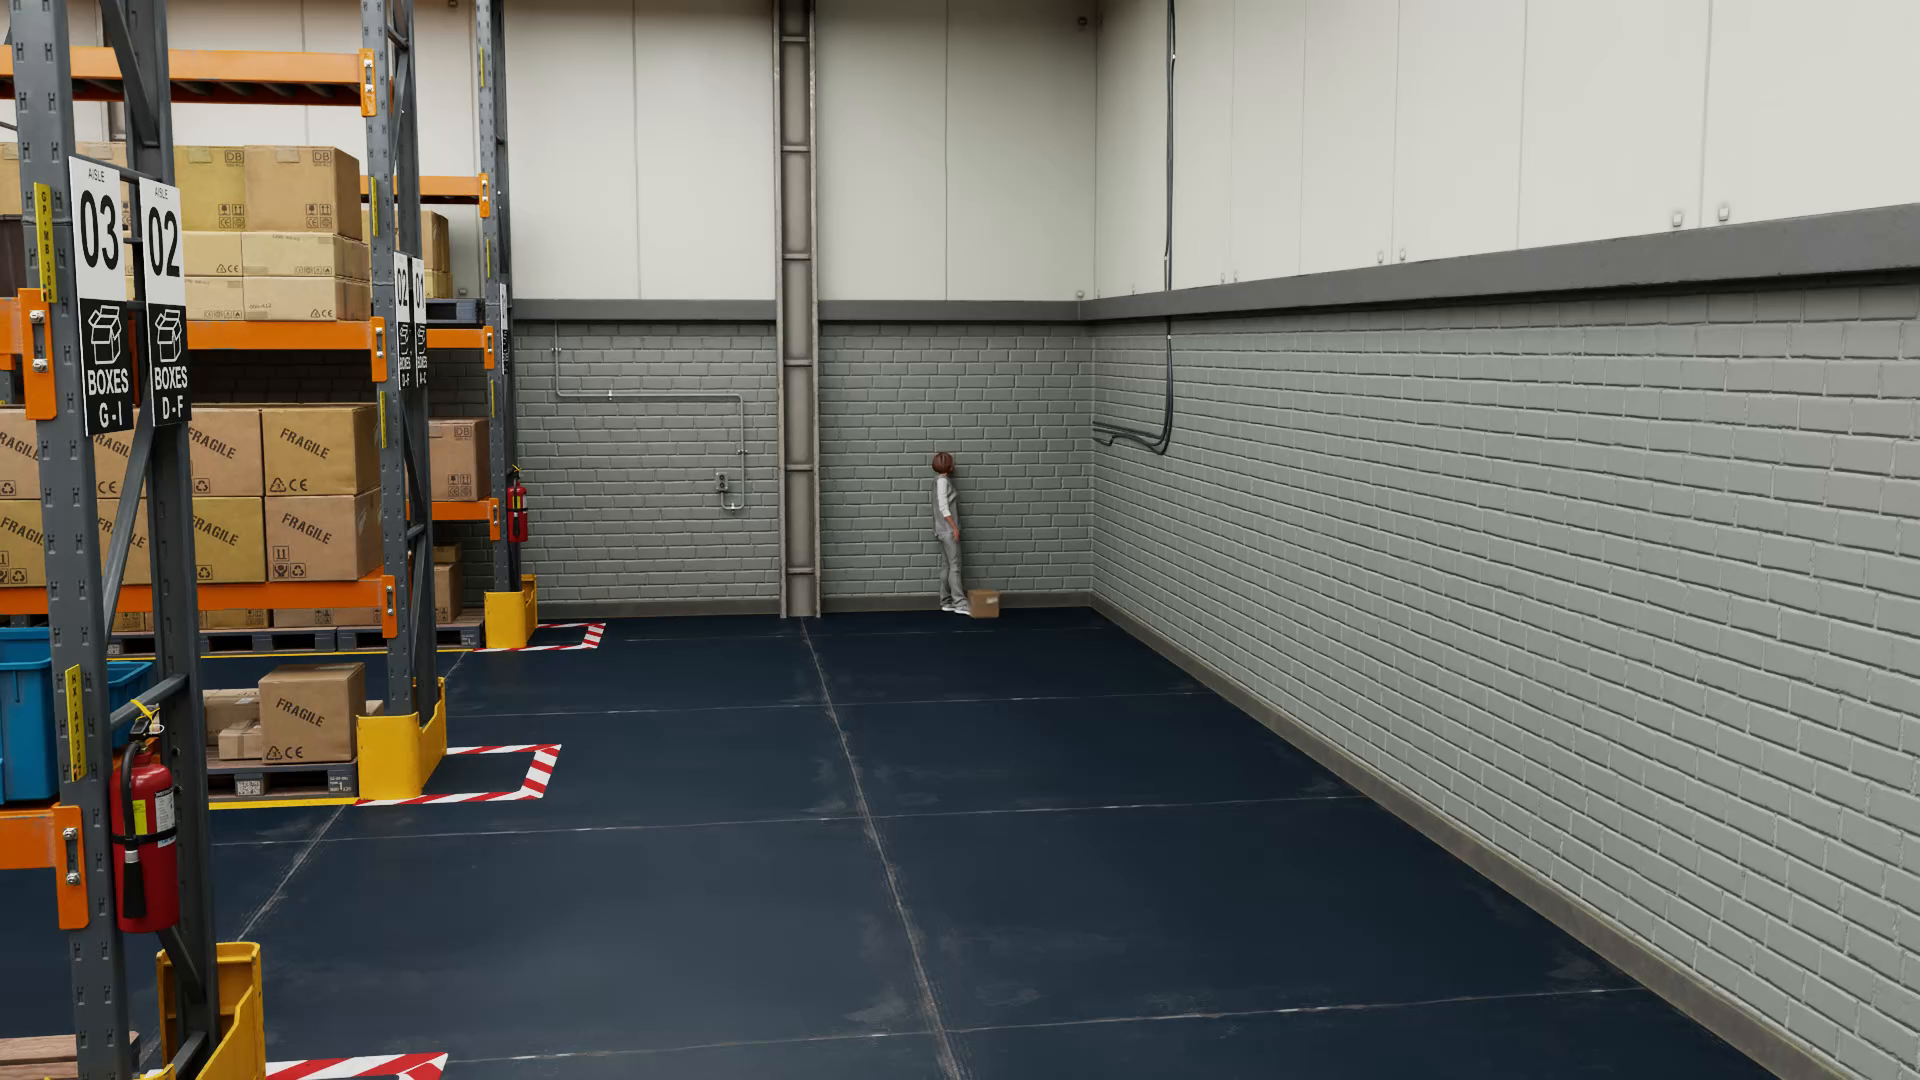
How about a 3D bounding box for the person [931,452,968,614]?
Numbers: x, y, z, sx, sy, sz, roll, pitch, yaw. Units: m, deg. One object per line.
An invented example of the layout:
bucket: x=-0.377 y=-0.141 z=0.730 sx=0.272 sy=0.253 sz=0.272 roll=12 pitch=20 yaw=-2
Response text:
person: x=-0.047 y=-0.066 z=16.602 sx=0.475 sy=1.575 sz=0.520 roll=-1 pitch=7 yaw=-9
